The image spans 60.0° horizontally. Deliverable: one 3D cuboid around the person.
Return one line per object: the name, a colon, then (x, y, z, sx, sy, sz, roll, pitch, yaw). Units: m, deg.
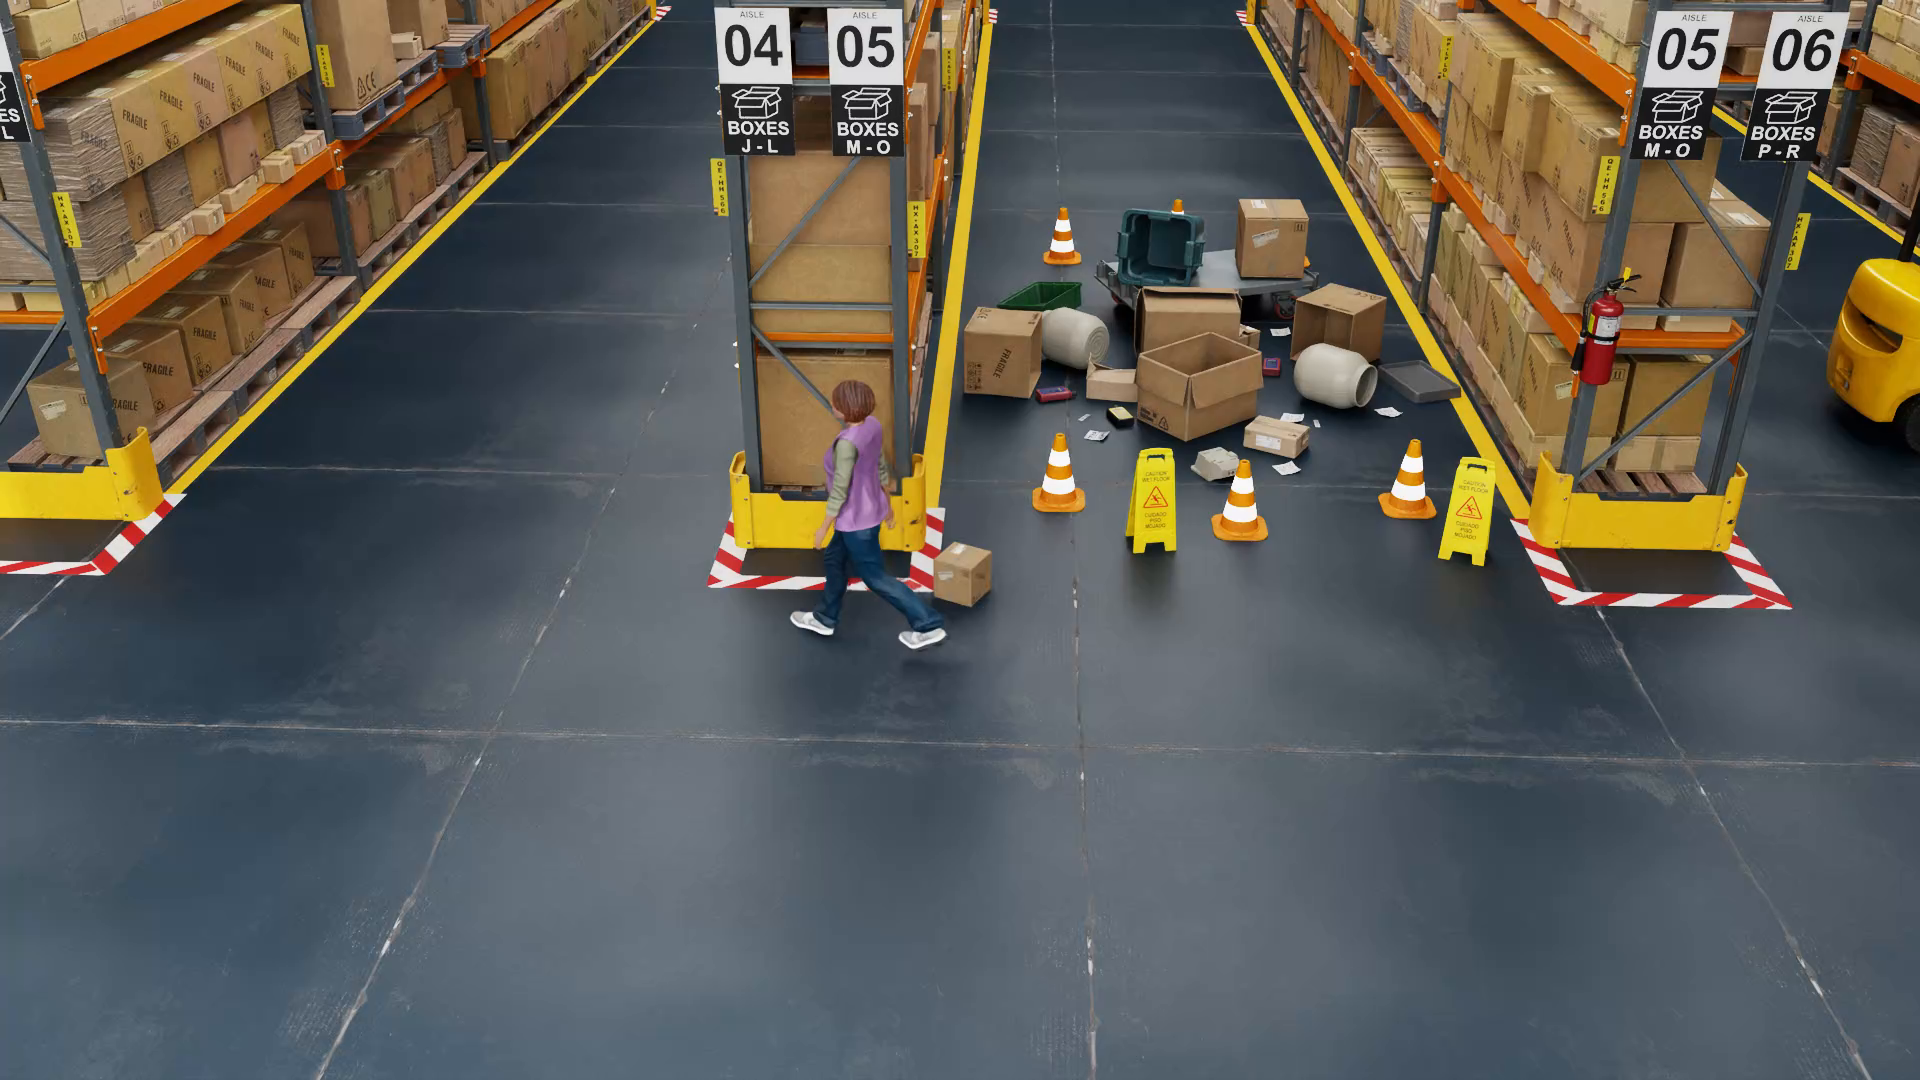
person: (-0.520, -0.119, 8.854, 0.942, 1.552, 0.435, 7, 29, 14)
